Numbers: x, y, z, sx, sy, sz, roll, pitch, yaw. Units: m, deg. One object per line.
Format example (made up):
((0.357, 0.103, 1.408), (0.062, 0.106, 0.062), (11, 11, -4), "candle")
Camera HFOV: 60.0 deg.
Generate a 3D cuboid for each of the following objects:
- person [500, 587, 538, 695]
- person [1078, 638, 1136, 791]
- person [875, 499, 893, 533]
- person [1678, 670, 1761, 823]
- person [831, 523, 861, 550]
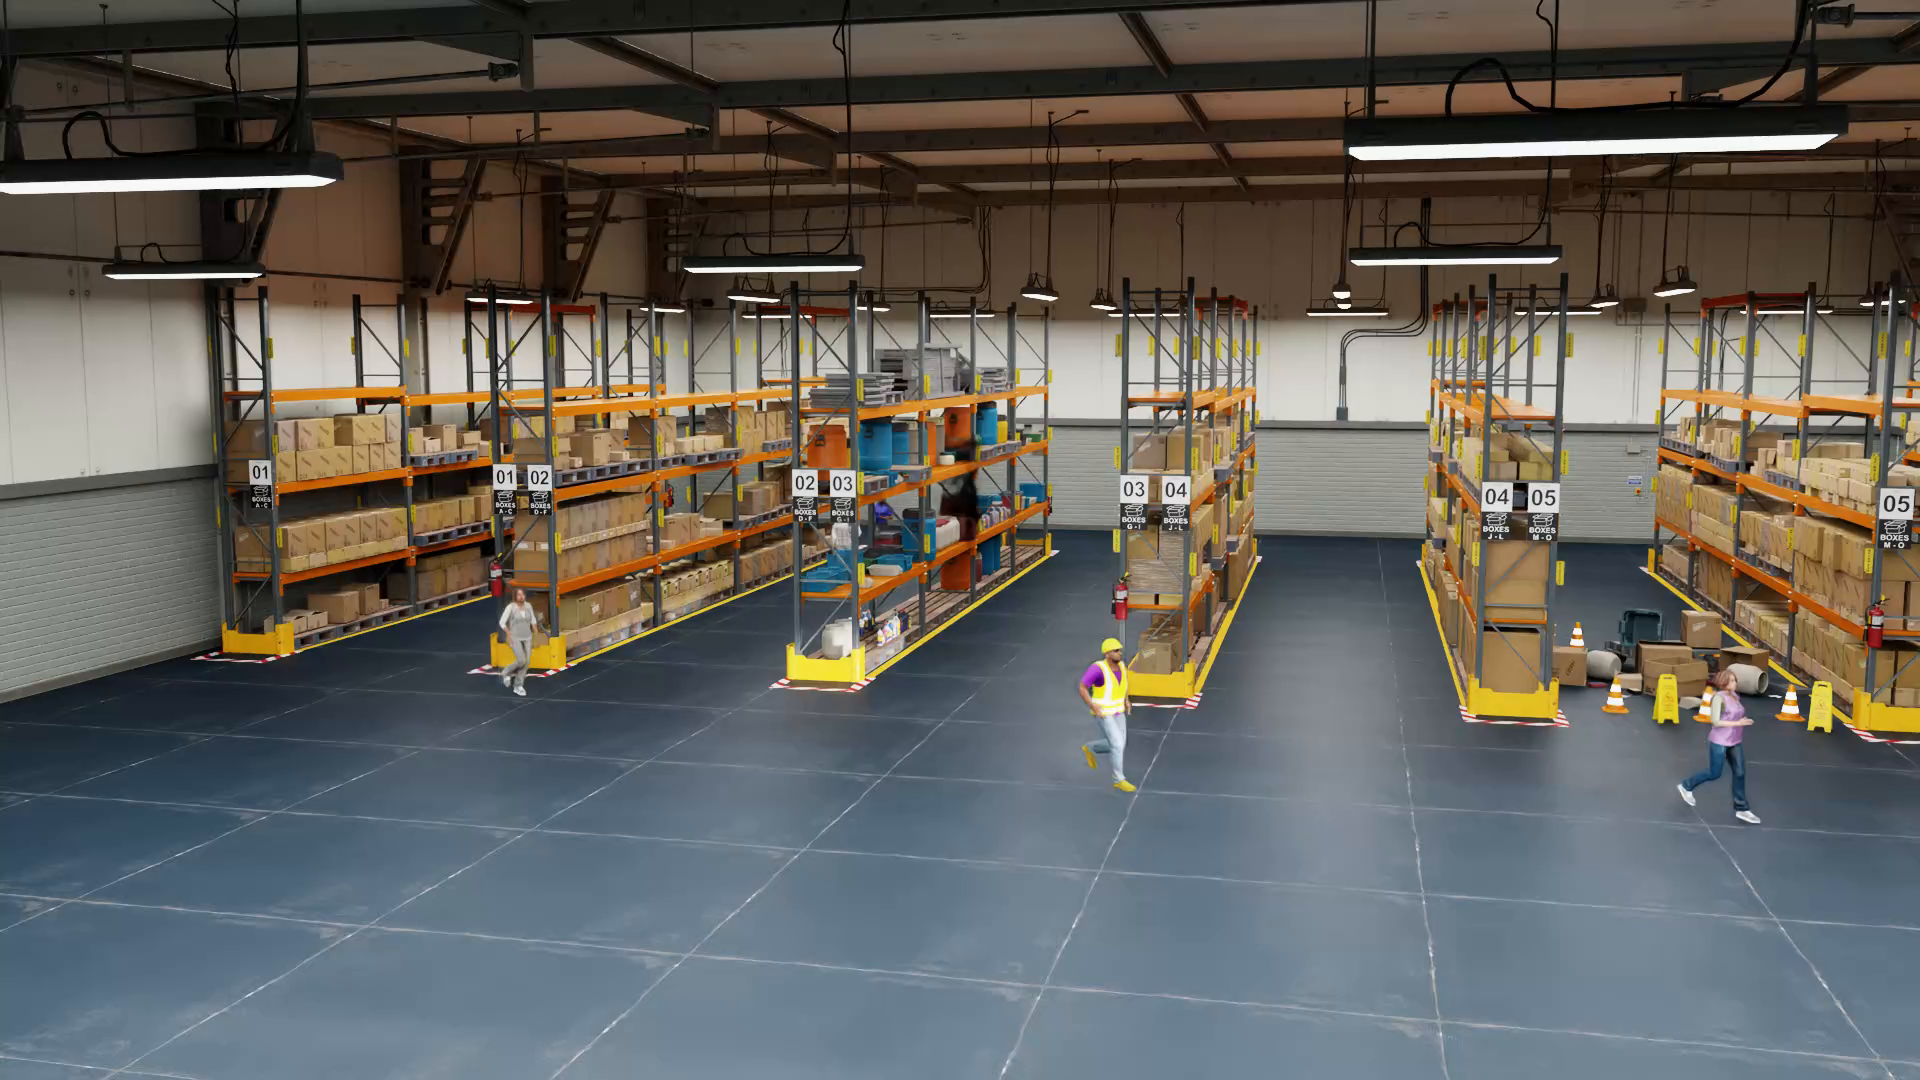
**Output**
((-6.386, 1.465, 24.182), (0.527, 1.570, 0.569), (-6, 9, -42), "person")
((1.670, 1.972, 19.049), (0.725, 1.739, 0.788), (-6, 9, -42), "person")
((-1.817, -0.225, 38.357), (0.557, 1.689, 0.832), (0, 7, 3), "person")
((8.144, 2.167, 17.750), (0.544, 1.586, 0.879), (-4, 8, -33), "person")
((-2.276, 0.126, 32.763), (0.589, 1.680, 0.528), (1, 7, 13), "person")
